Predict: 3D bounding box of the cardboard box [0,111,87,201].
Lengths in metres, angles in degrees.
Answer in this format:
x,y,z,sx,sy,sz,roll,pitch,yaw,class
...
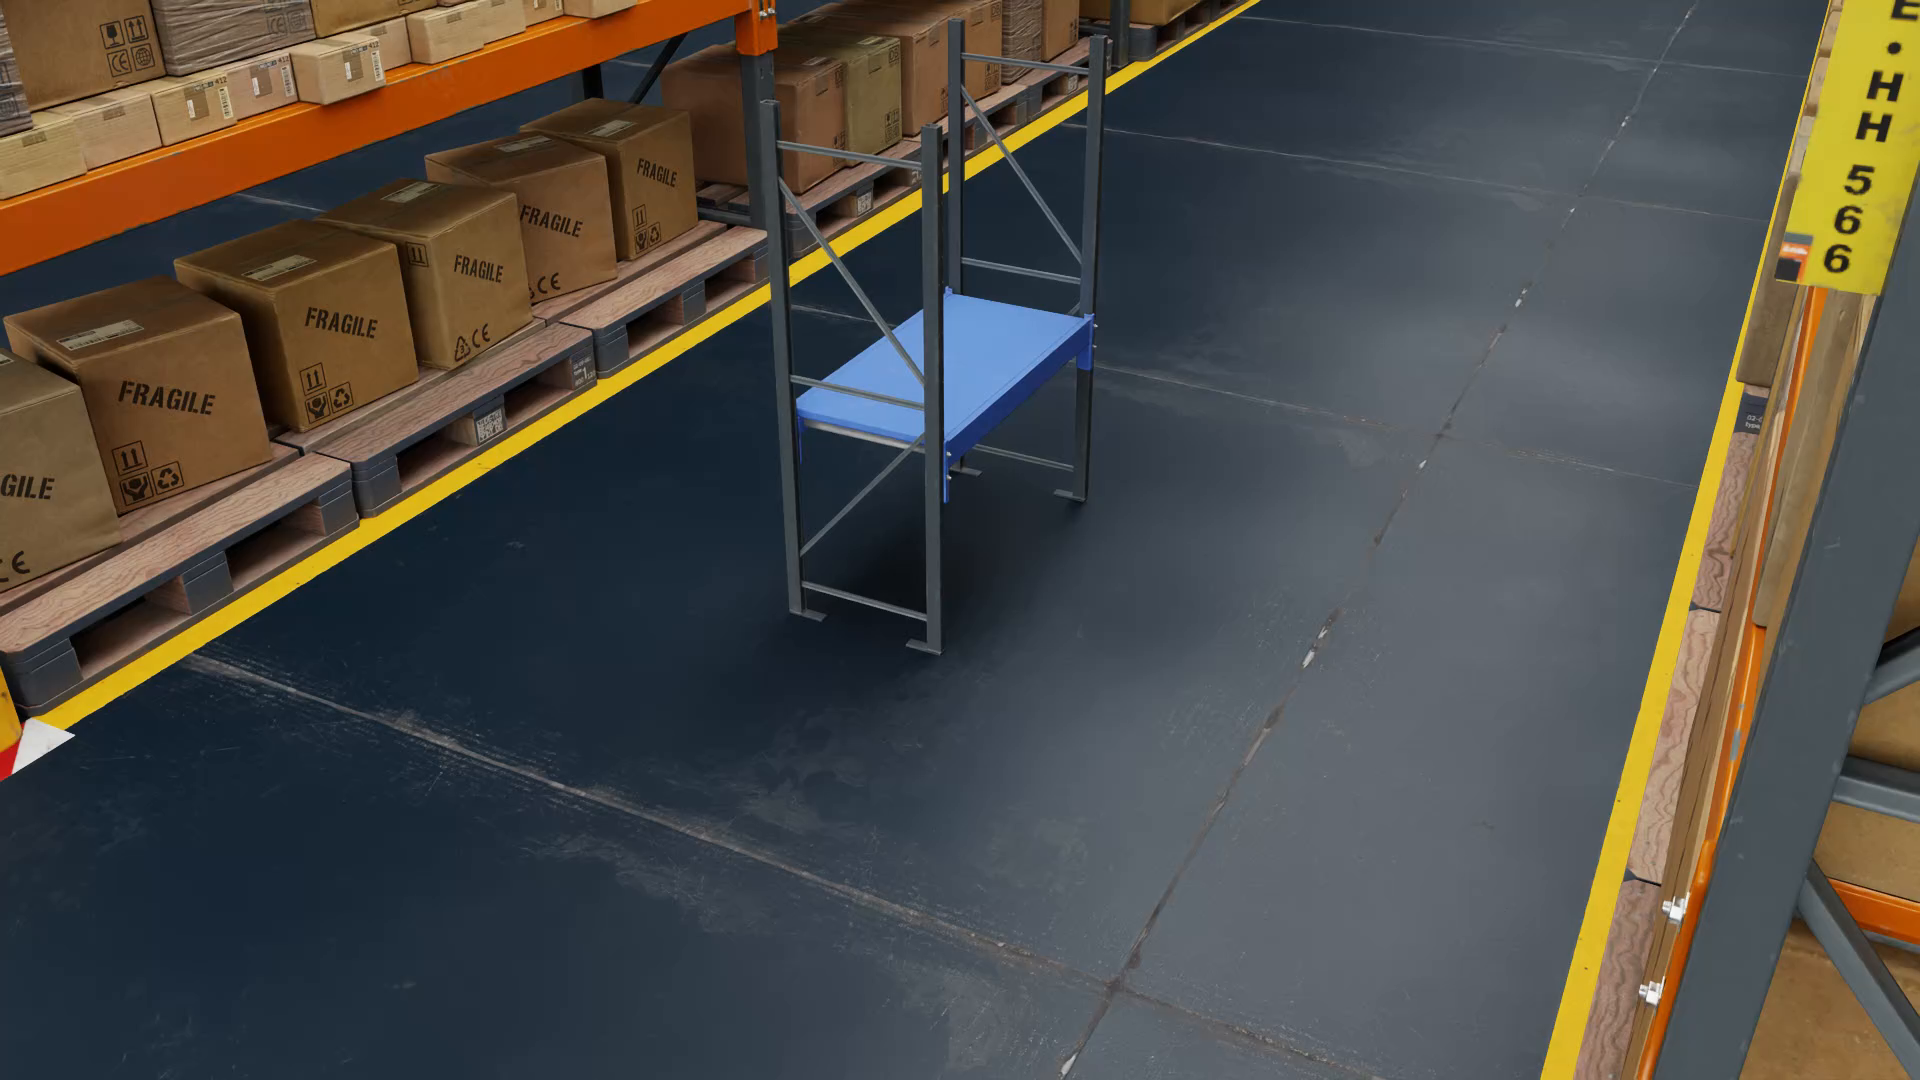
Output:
x,y,z,sx,sy,sz,roll,pitch,yaw,class
-2.465,-0.994,4.221,0.380,0.149,0.250,14,33,23,cardboard box

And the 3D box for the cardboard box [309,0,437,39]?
x,y,z,sx,sy,sz,roll,pitch,yaw,class
-2.165,-1.906,5.159,0.875,0.500,0.500,14,33,23,cardboard box

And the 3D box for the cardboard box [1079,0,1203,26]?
x,y,z,sx,sy,sz,roll,pitch,yaw,class
0.912,-3.925,10.785,1.225,0.875,0.875,13,32,21,cardboard box

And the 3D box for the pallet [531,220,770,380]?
x,y,z,sx,sy,sz,roll,pitch,yaw,class
-1.518,-1.075,6.910,1.003,0.211,1.213,14,33,23,pallet

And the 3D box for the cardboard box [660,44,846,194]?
x,y,z,sx,sy,sz,roll,pitch,yaw,class
-0.944,-1.964,7.727,0.700,0.500,0.500,12,32,20,cardboard box

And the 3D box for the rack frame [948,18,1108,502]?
x,y,z,sx,sy,sz,roll,pitch,yaw,class
0.193,-0.838,5.203,0.500,1.500,0.032,14,33,23,rack frame

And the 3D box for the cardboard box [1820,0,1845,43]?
x,y,z,sx,sy,sz,roll,pitch,yaw,class
4.591,-2.150,7.820,1.050,0.750,0.750,14,33,23,cardboard box

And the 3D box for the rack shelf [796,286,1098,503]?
x,y,z,sx,sy,sz,roll,pitch,yaw,class
-0.039,-0.457,4.900,0.538,0.185,1.000,14,33,23,rack shelf

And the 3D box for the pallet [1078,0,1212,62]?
x,y,z,sx,sy,sz,roll,pitch,yaw,class
1.005,-3.486,11.109,1.003,0.211,1.213,14,33,23,pallet

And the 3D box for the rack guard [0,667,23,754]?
x,y,z,sx,sy,sz,roll,pitch,yaw,class
-3.031,0.233,4.341,1.175,0.500,0.348,14,33,23,rack guard

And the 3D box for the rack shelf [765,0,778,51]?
x,y,z,sx,sy,sz,roll,pitch,yaw,class
-0.332,-3.165,8.471,1.077,0.370,4.000,14,33,23,rack shelf

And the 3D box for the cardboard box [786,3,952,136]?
x,y,z,sx,sy,sz,roll,pitch,yaw,class
-0.456,-2.419,8.519,0.700,0.500,0.500,11,32,19,cardboard box

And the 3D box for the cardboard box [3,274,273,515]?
x,y,z,sx,sy,sz,roll,pitch,yaw,class
-2.524,-0.461,5.129,0.500,0.500,0.500,24,38,36,cardboard box

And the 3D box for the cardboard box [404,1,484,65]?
x,y,z,sx,sy,sz,roll,pitch,yaw,class
-1.776,-1.657,5.376,0.380,0.149,0.250,14,33,23,cardboard box

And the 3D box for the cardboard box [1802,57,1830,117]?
x,y,z,sx,sy,sz,roll,pitch,yaw,class
3.772,-1.349,6.424,1.050,0.750,0.750,14,33,23,cardboard box

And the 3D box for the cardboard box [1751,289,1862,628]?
x,y,z,sx,sy,sz,roll,pitch,yaw,class
1.664,-0.135,2.323,0.875,0.550,0.550,14,33,23,cardboard box

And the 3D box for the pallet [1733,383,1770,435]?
x,y,z,sx,sy,sz,roll,pitch,yaw,class
3.411,-0.570,6.031,1.003,0.211,1.213,14,33,23,pallet

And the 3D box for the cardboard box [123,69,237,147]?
x,y,z,sx,sy,sz,roll,pitch,yaw,class
-2.249,-1.219,4.613,0.380,0.149,0.250,14,33,23,cardboard box

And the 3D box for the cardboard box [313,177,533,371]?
x,y,z,sx,sy,sz,roll,pitch,yaw,class
-1.928,-0.971,6.018,0.500,0.500,0.500,11,32,19,cardboard box

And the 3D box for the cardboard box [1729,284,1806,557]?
x,y,z,sx,sy,sz,roll,pitch,yaw,class
2.778,-0.418,4.677,0.875,0.875,0.875,15,33,24,cardboard box

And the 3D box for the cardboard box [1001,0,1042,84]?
x,y,z,sx,sy,sz,roll,pitch,yaw,class
0.050,-2.920,9.391,0.700,0.500,0.500,12,32,19,cardboard box

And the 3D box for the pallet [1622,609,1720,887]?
x,y,z,sx,sy,sz,roll,pitch,yaw,class
2.156,0.651,3.904,1.003,0.211,1.213,14,33,23,pallet

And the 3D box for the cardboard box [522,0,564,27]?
x,y,z,sx,sy,sz,roll,pitch,yaw,class
-1.615,-1.896,5.792,0.380,0.149,0.250,14,33,23,cardboard box

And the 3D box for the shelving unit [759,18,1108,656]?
x,y,z,sx,sy,sz,roll,pitch,yaw,class
-0.039,-0.613,4.811,0.538,1.500,1.048,14,33,23,shelving unit

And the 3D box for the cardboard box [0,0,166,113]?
x,y,z,sx,sy,sz,roll,pitch,yaw,class
-2.669,-1.476,4.408,0.875,0.500,0.500,14,33,23,cardboard box

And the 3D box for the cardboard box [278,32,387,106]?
x,y,z,sx,sy,sz,roll,pitch,yaw,class
-1.953,-1.423,4.968,0.380,0.149,0.250,14,33,23,cardboard box

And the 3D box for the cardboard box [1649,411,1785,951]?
x,y,z,sx,sy,sz,roll,pitch,yaw,class
1.953,0.386,3.277,0.875,0.875,0.875,14,33,23,cardboard box

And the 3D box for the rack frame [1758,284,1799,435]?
x,y,z,sx,sy,sz,roll,pitch,yaw,class
3.126,-1.420,4.711,1.000,3.000,0.127,14,33,23,rack frame

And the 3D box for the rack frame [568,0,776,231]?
x,y,z,sx,sy,sz,roll,pitch,yaw,class
-1.243,-2.590,6.748,1.000,3.000,0.127,14,33,23,rack frame

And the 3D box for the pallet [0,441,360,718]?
x,y,z,sx,sy,sz,roll,pitch,yaw,class
-2.629,0.007,5.027,1.003,0.211,1.213,14,33,23,pallet

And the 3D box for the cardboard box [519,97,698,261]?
x,y,z,sx,sy,sz,roll,pitch,yaw,class
-1.461,-1.520,6.973,0.500,0.500,0.500,13,32,22,cardboard box

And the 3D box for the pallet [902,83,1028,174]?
x,y,z,sx,sy,sz,roll,pitch,yaw,class
-0.335,-2.269,8.989,1.003,0.211,1.213,14,33,23,pallet
